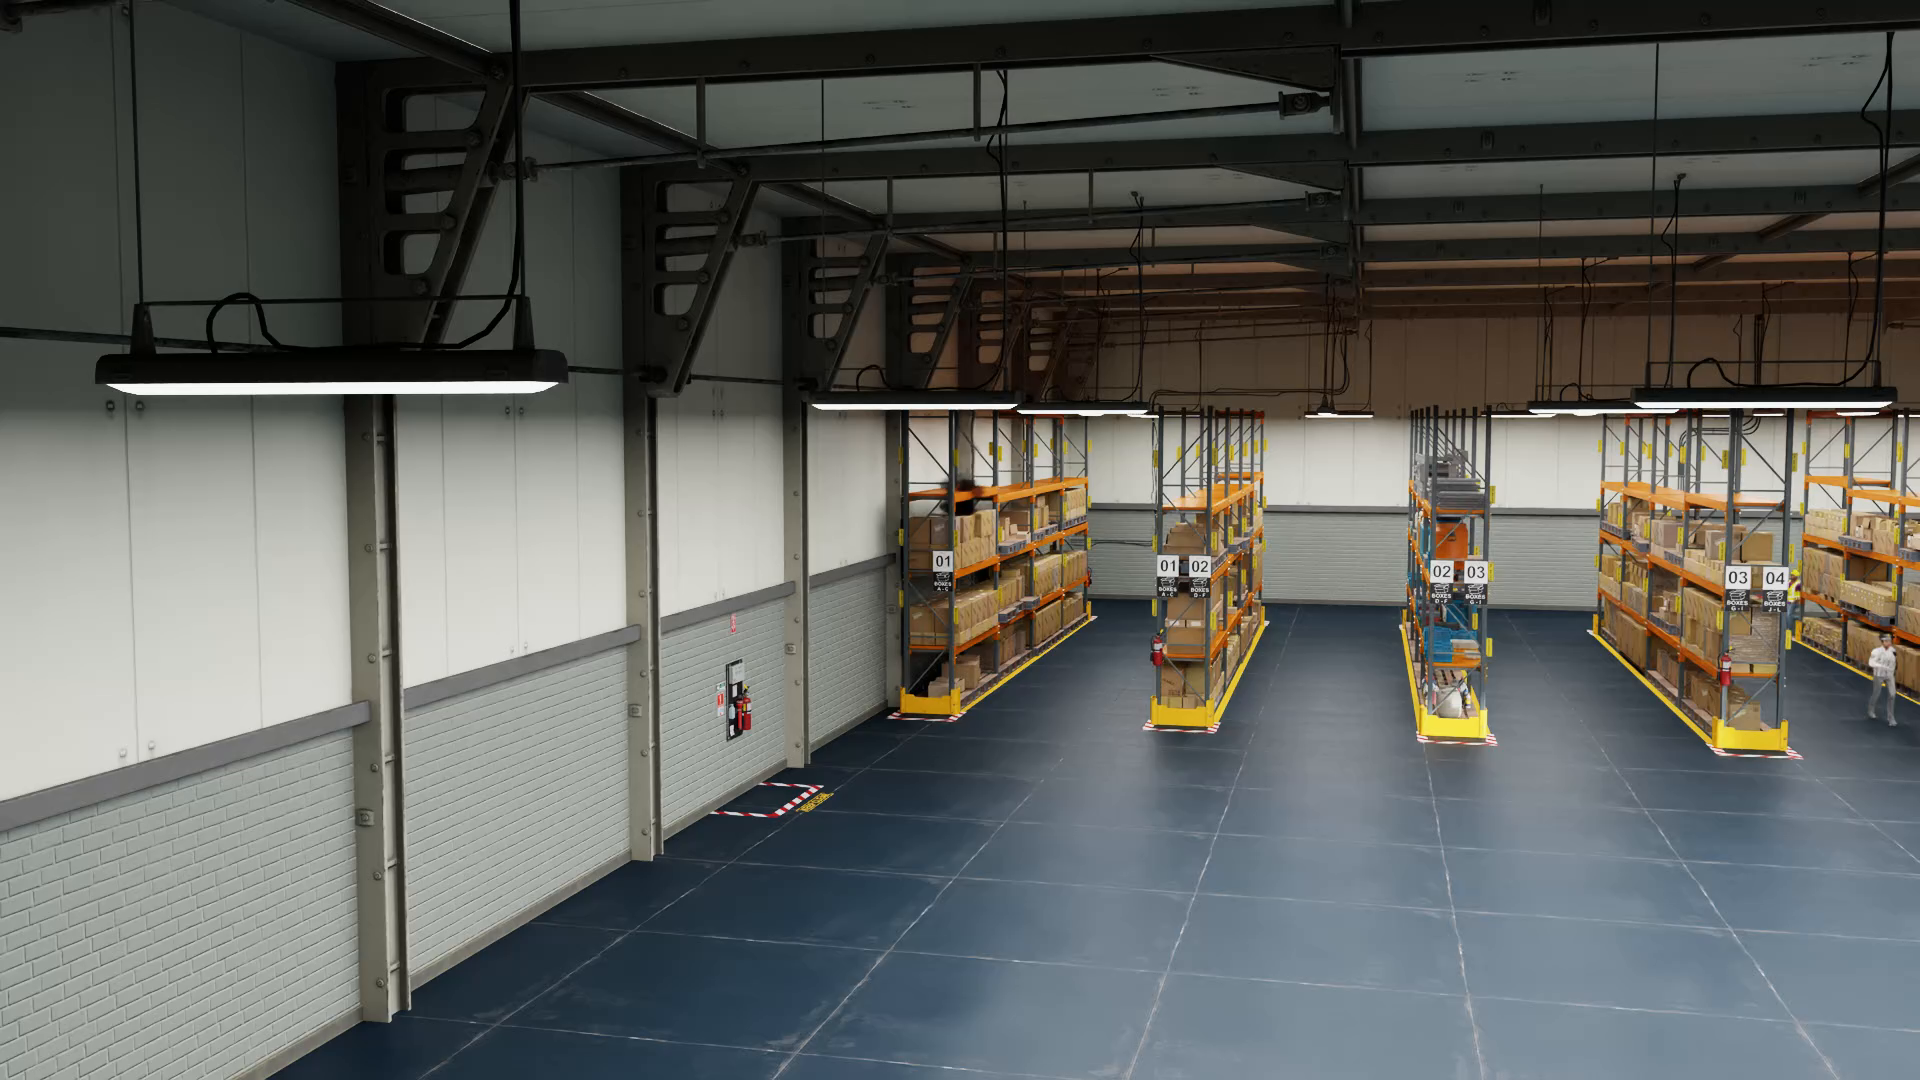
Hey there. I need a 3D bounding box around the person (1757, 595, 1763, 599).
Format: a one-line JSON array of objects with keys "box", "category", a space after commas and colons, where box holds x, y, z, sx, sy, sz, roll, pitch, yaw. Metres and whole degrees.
[{"box": [19.939, 1.914, 41.078, 0.608, 1.767, 0.909, 1, 4, 14], "category": "person"}]

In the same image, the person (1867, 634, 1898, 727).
[{"box": [17.494, 2.612, 31.538, 0.562, 1.719, 0.857, 1, 4, 10], "category": "person"}]

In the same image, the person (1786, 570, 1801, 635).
[{"box": [22.339, 1.675, 44.513, 0.715, 1.730, 0.700, -1, 4, -13], "category": "person"}]
